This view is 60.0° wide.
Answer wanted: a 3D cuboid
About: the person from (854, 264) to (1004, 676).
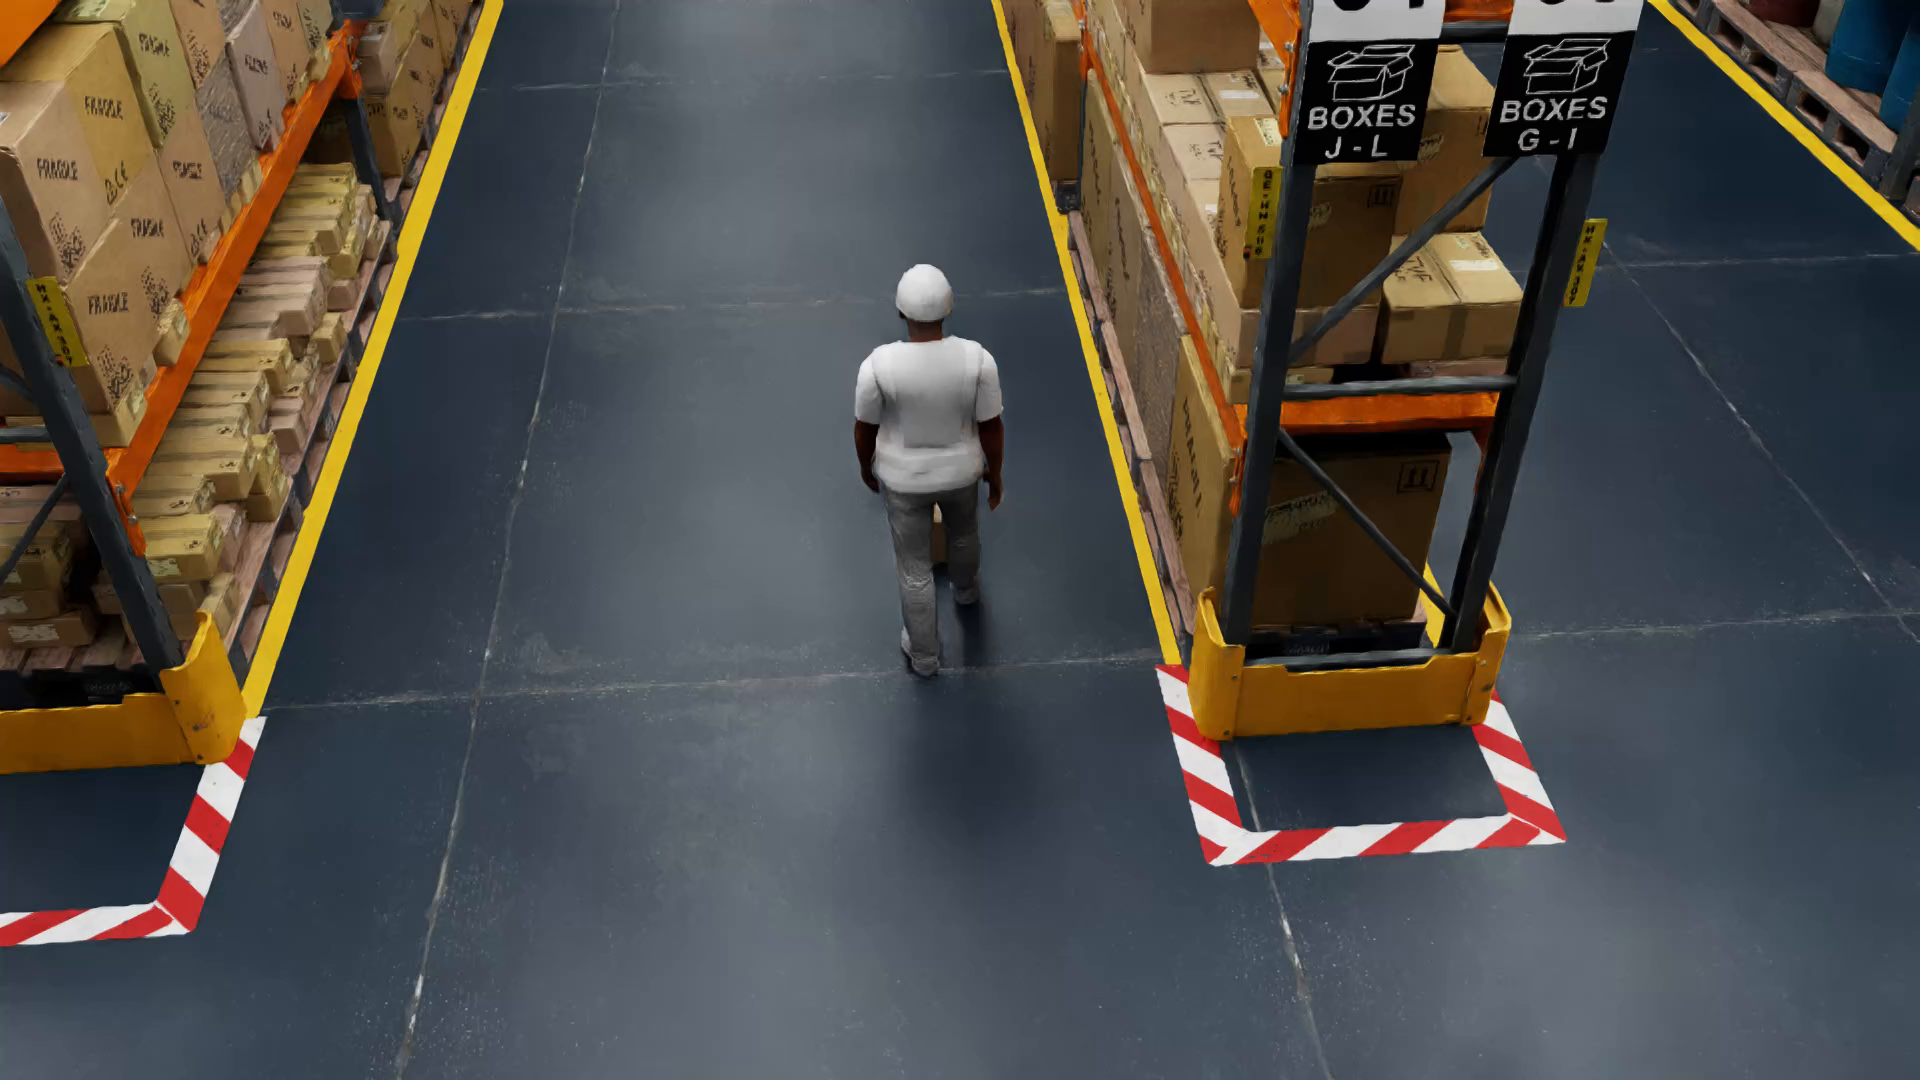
[{"bbox_3d":[-0.139,-0.339,6.544,0.562,1.750,0.722,-7,39,-9],"label":"person"}]
